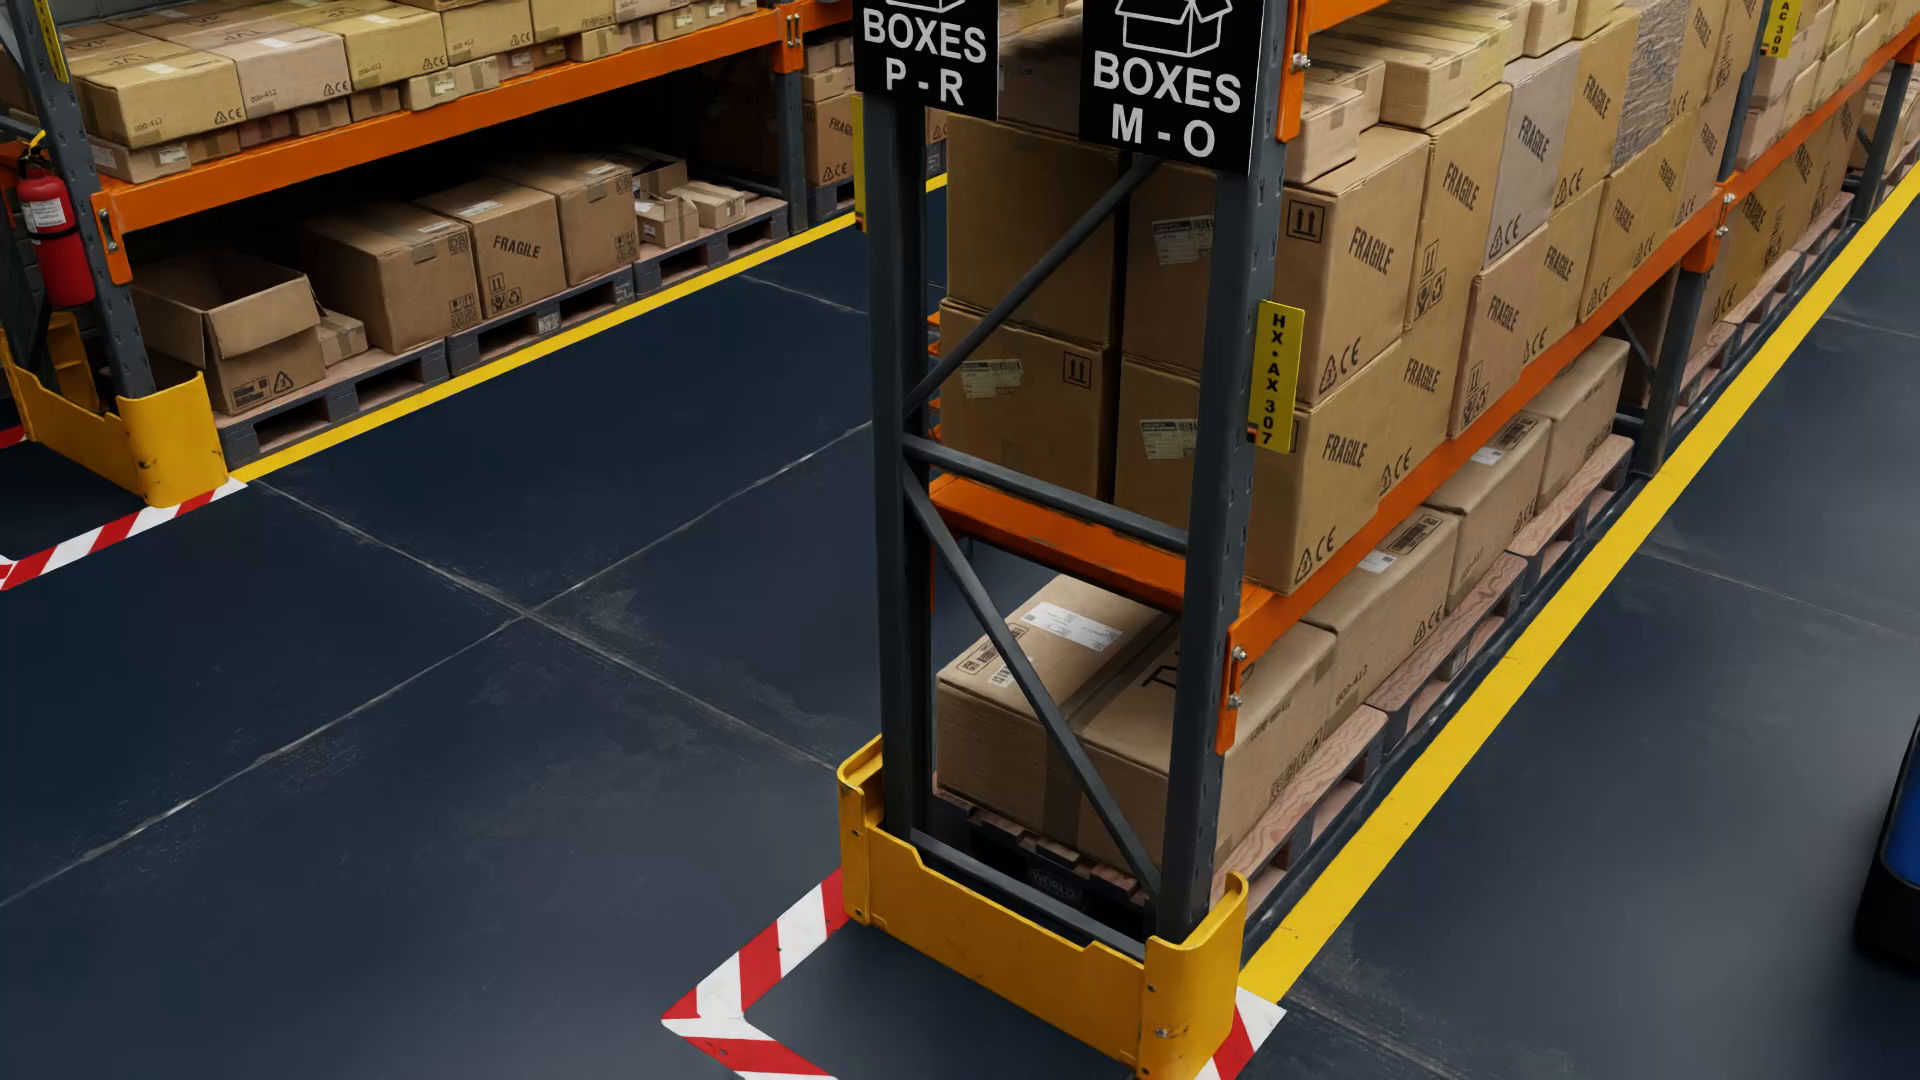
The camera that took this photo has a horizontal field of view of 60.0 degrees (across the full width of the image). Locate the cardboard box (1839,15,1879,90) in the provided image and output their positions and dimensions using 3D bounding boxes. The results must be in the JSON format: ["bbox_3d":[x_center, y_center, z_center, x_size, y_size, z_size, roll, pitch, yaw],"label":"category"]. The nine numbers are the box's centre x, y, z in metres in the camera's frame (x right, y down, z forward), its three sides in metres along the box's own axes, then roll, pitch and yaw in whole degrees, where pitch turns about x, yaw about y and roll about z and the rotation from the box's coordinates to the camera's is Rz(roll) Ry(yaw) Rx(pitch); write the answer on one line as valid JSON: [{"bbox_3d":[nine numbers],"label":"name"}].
[{"bbox_3d":[4.046,-2.376,7.963,0.500,0.250,0.500,20,36,31],"label":"cardboard box"}]

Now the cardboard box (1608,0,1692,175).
[{"bbox_3d":[1.950,-1.511,5.278,0.500,0.500,0.500,22,37,32],"label":"cardboard box"}]

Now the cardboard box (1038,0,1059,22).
[{"bbox_3d":[0.457,-3.678,11.418,0.380,0.149,0.250,22,37,33],"label":"cardboard box"}]

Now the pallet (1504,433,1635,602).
[{"bbox_3d":[2.106,-0.243,6.954,1.003,0.211,1.213,21,37,31],"label":"pallet"}]

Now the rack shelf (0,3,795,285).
[{"bbox_3d":[-2.539,-2.132,8.110,1.077,0.370,4.000,21,37,31],"label":"rack shelf"}]

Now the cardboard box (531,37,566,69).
[{"bbox_3d":[-2.157,-2.432,8.158,0.380,0.149,0.250,22,37,32],"label":"cardboard box"}]

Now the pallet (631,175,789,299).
[{"bbox_3d":[-1.747,-1.775,9.539,1.003,0.211,1.213,21,37,31],"label":"pallet"}]

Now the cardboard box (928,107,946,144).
[{"bbox_3d":[-0.242,-2.908,10.754,0.500,0.500,0.500,20,36,30],"label":"cardboard box"}]

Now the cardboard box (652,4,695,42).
[{"bbox_3d":[-1.601,-2.713,8.632,0.380,0.149,0.250,22,37,32],"label":"cardboard box"}]

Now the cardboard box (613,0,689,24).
[{"bbox_3d":[-1.736,-2.827,8.434,0.500,0.250,0.500,21,37,31],"label":"cardboard box"}]

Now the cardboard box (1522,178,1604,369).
[{"bbox_3d":[1.625,-0.876,5.188,0.500,0.500,0.500,22,37,33],"label":"cardboard box"}]

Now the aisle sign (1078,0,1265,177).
[{"bbox_3d":[0.401,-1.102,3.117,0.394,0.787,0.004,21,37,31],"label":"aisle sign"}]

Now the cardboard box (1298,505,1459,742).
[{"bbox_3d":[1.077,0.146,5.663,0.875,0.438,0.875,22,37,33],"label":"cardboard box"}]

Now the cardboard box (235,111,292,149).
[{"bbox_3d":[-3.082,-1.804,7.099,0.380,0.149,0.250,21,36,31],"label":"cardboard box"}]

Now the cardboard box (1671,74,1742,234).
[{"bbox_3d":[2.551,-1.504,6.247,0.500,0.500,0.500,21,37,32],"label":"cardboard box"}]

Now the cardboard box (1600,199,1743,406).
[{"bbox_3d":[2.938,-1.271,7.625,0.875,0.875,0.875,22,37,33],"label":"cardboard box"}]

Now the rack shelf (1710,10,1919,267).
[{"bbox_3d":[3.835,-2.231,8.279,1.077,0.370,4.000,21,37,31],"label":"rack shelf"}]

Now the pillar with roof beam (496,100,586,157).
[{"bbox_3d":[0.961,-4.504,5.524,9.100,9.000,0.400,21,37,31],"label":"pillar with roof beam"}]

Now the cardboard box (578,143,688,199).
[{"bbox_3d":[-1.919,-2.082,9.547,0.500,0.311,0.500,23,37,33],"label":"cardboard box"}]

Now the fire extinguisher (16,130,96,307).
[{"bbox_3d":[-3.467,-1.232,6.329,0.296,0.674,0.183,21,37,31],"label":"fire extinguisher"}]

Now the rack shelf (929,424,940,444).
[{"bbox_3d":[0.009,-0.381,6.538,0.258,0.103,0.180,21,37,31],"label":"rack shelf"}]

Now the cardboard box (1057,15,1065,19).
[{"bbox_3d":[0.688,-3.547,11.833,0.500,0.500,0.500,21,36,31],"label":"cardboard box"}]

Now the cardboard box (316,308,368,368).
[{"bbox_3d":[-3.014,-0.963,7.816,0.380,0.149,0.250,20,36,29],"label":"cardboard box"}]

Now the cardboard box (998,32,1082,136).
[{"bbox_3d":[0.270,-1.062,3.884,0.380,0.149,0.250,22,37,32],"label":"cardboard box"}]

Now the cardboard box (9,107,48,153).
[{"bbox_3d":[-3.761,-1.737,6.986,0.380,0.149,0.250,21,36,31],"label":"cardboard box"}]

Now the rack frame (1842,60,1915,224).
[{"bbox_3d":[5.042,-3.354,9.467,1.000,3.000,0.127,21,37,31],"label":"rack frame"}]

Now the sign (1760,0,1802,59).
[{"bbox_3d":[3.071,-1.964,6.195,0.100,0.325,0.005,21,37,31],"label":"sign"}]

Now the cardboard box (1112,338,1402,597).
[{"bbox_3d":[0.732,-0.252,4.135,0.500,0.500,0.500,21,36,31],"label":"cardboard box"}]

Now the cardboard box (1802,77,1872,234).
[{"bbox_3d":[4.559,-2.365,9.471,0.875,0.875,0.875,21,36,31],"label":"cardboard box"}]

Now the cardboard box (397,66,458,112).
[{"bbox_3d":[-2.512,-2.078,7.560,0.380,0.149,0.250,20,36,30],"label":"cardboard box"}]

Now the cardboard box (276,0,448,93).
[{"bbox_3d":[-2.650,-2.205,7.384,0.500,0.250,0.500,20,36,30],"label":"cardboard box"}]

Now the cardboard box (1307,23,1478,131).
[{"bbox_3d":[0.998,-1.112,3.969,0.380,0.149,0.250,22,37,33],"label":"cardboard box"}]

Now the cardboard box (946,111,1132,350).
[{"bbox_3d":[0.314,-0.844,4.154,0.500,0.500,0.500,22,37,33],"label":"cardboard box"}]

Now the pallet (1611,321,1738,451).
[{"bbox_3d":[3.033,-0.865,8.003,1.003,0.211,1.213,21,37,31],"label":"pallet"}]

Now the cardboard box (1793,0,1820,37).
[{"bbox_3d":[3.122,-2.291,6.596,0.500,0.500,0.500,22,37,32],"label":"cardboard box"}]

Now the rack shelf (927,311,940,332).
[{"bbox_3d":[0.009,-0.794,6.293,0.258,0.103,0.180,21,37,31],"label":"rack shelf"}]

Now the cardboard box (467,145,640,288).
[{"bbox_3d":[-2.128,-1.710,8.734,0.700,0.500,0.500,20,36,30],"label":"cardboard box"}]

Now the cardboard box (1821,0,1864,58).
[{"bbox_3d":[3.736,-2.388,7.494,0.500,0.250,0.500,22,37,32],"label":"cardboard box"}]

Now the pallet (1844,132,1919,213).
[{"bbox_3d":[5.515,-2.471,10.713,1.003,0.211,1.213,21,37,31],"label":"pallet"}]

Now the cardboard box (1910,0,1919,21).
[{"bbox_3d":[4.944,-3.004,9.024,0.500,0.250,0.500,20,36,30],"label":"cardboard box"}]

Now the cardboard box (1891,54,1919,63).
[{"bbox_3d":[6.292,-3.240,11.440,0.950,0.372,0.625,22,37,33],"label":"cardboard box"}]

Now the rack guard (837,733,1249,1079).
[{"bbox_3d":[0.199,0.983,4.601,1.175,0.500,0.348,21,37,31],"label":"rack guard"}]

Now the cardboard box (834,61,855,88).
[{"bbox_3d":[-0.798,-2.839,10.001,0.380,0.149,0.250,20,36,30],"label":"cardboard box"}]

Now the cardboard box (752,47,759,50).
[{"bbox_3d":[-1.185,-2.985,10.249,0.380,0.149,0.250,21,37,31],"label":"cardboard box"}]

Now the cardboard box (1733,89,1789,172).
[{"bbox_3d":[3.104,-1.761,6.926,0.500,0.250,0.500,20,36,30],"label":"cardboard box"}]

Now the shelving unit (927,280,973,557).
[{"bbox_3d":[0.009,-0.522,6.454,0.258,1.200,0.189,21,37,31],"label":"shelving unit"}]

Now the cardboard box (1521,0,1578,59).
[{"bbox_3d":[1.443,-1.436,4.516,0.380,0.149,0.250,21,37,32],"label":"cardboard box"}]

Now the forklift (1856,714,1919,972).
[{"bbox_3d":[4.070,0.136,3.646,3.031,2.935,1.130,19,36,29],"label":"forklift"}]

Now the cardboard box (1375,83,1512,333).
[{"bbox_3d":[1.036,-0.895,4.239,0.500,0.500,0.500,20,36,30],"label":"cardboard box"}]

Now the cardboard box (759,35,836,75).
[{"bbox_3d":[-0.952,-2.849,9.727,0.380,0.149,0.250,20,36,30],"label":"cardboard box"}]

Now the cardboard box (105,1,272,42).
[{"bbox_3d":[-3.368,-2.169,7.324,0.500,0.250,0.500,21,37,31],"label":"cardboard box"}]
